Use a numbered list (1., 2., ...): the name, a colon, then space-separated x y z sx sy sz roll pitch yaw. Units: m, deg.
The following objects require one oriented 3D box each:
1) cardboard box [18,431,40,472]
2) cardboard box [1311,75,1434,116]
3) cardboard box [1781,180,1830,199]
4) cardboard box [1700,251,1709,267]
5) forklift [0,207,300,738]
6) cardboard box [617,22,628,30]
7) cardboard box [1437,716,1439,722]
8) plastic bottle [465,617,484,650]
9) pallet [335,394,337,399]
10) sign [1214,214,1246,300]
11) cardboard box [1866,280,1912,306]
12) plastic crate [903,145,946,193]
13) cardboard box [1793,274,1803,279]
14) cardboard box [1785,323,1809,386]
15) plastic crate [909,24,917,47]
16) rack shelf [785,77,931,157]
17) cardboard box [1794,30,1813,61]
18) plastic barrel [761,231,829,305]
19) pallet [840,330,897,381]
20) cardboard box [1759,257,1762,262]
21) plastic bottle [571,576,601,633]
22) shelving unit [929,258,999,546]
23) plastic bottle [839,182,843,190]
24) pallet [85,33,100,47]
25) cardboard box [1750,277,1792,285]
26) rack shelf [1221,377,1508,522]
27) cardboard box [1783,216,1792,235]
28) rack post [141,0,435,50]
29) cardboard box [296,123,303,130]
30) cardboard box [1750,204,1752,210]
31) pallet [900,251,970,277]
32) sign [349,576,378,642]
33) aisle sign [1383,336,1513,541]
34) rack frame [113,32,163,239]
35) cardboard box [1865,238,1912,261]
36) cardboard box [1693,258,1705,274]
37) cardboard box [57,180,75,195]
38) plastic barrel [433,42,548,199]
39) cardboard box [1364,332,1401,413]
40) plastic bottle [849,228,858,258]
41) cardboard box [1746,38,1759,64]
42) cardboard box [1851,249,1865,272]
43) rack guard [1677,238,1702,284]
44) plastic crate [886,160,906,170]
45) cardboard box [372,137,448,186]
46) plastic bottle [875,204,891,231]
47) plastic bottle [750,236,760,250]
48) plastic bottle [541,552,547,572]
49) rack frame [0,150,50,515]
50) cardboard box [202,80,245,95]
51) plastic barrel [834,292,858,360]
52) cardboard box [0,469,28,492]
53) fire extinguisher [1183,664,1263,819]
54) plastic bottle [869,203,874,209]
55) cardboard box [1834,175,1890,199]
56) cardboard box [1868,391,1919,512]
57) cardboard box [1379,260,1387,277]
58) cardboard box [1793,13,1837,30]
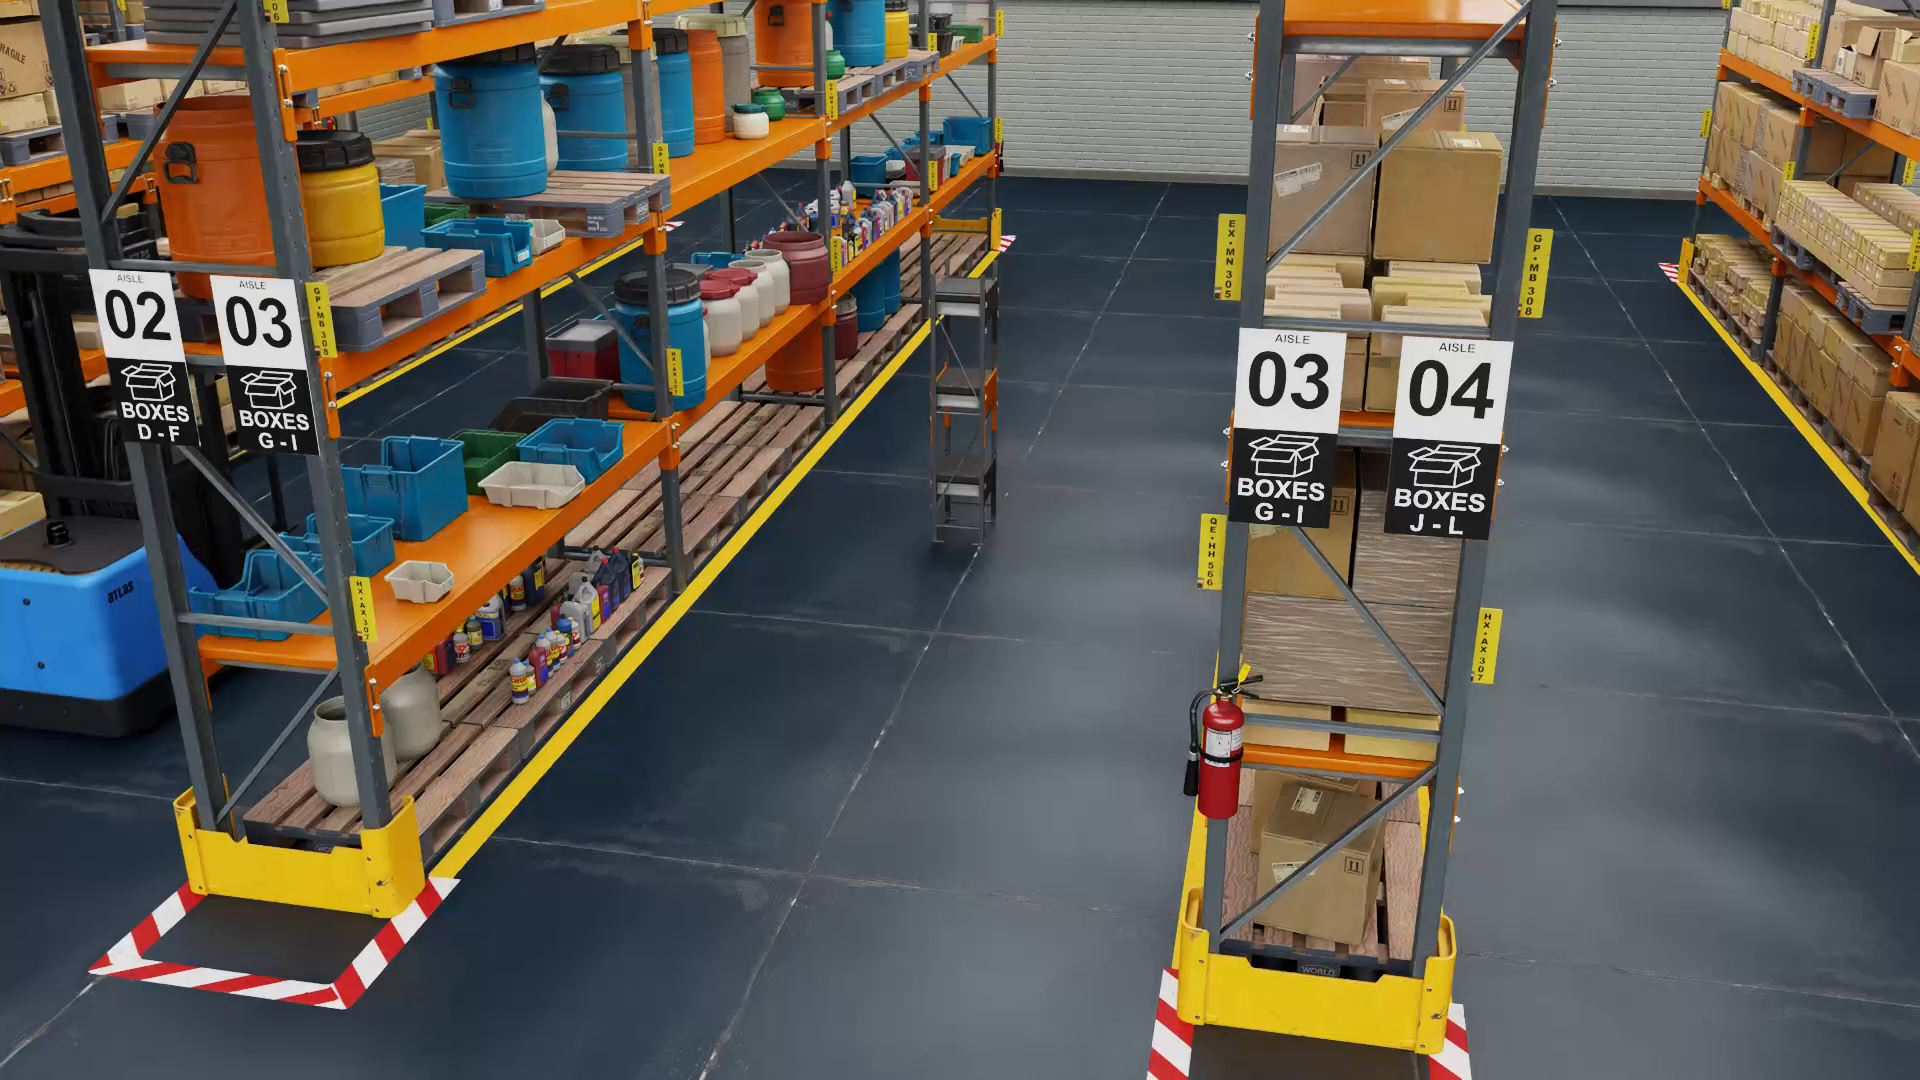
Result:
1. cardboard box: -6.992 -0.748 13.064 0.500 0.311 0.500 5 22 11
2. cardboard box: 2.761 -2.823 11.133 0.797 0.503 0.637 5 23 13
3. cardboard box: 8.313 -3.436 16.348 0.380 0.149 0.250 6 23 14
4. cardboard box: 9.191 -3.396 20.127 0.380 0.149 0.250 4 22 11
5. forklift: -5.074 -0.718 10.712 1.130 2.935 3.031 5 22 12
6. cardboard box: -4.719 -6.939 22.254 0.500 0.250 0.500 4 22 11
7. cardboard box: 1.922 0.723 7.379 0.380 0.149 0.250 4 22 11
8. plastic bottle: -3.079 0.586 10.541 0.097 0.201 0.097 0 22 0
9. pallet: -6.711 -1.308 15.818 1.003 0.211 1.213 4 22 11
10. sign: 1.021 -1.069 6.292 0.100 0.325 0.005 4 22 11
11. cardboard box: 7.678 -2.022 13.632 0.380 0.149 0.250 5 22 12
12. plastic crate: -0.412 -4.348 19.469 0.402 0.464 0.583 4 22 11
13. cardboard box: 9.397 -2.826 18.312 0.380 0.149 0.250 5 22 12
14. cardboard box: 8.327 -1.782 16.048 0.500 0.500 0.500 5 23 13
15. plastic crate: -0.778 -5.996 19.869 0.437 0.282 0.530 4 22 11
16. rack shelf: -1.248 -4.310 16.487 1.077 0.370 4.000 4 22 11
17. cardboard box: 8.689 -4.933 16.602 0.500 0.250 0.500 3 22 8
18. plastic barrel: -1.454 -2.391 14.593 0.600 0.536 0.708 4 22 11
19. pallet: -1.285 -1.963 17.446 1.003 0.211 1.213 4 22 11
20. cardboard box: 9.728 -3.259 19.786 0.380 0.149 0.250 4 22 9
21. plastic bottle: -2.426 0.413 10.770 0.144 0.351 0.185 4 22 11
22. shelving unit: 0.034 -1.035 12.612 0.431 2.100 0.503 4 22 11
23. plastic bottle: -1.332 -3.828 18.499 0.061 0.283 0.133 4 22 11
24. pallet: -10.677 -5.702 19.238 0.805 0.209 1.217 4 22 9
25. cardboard box: 8.848 -2.766 18.164 0.380 0.149 0.250 5 23 13
26. rack shelf: 1.968 -1.006 8.285 1.077 0.370 4.000 4 22 11
27. cardboard box: 8.262 -3.058 16.206 0.380 0.149 0.250 5 22 12
28. rack post: -3.010 -2.412 7.467 0.937 0.300 0.954 7 23 17
29. cardboard box: -9.816 -6.153 23.715 0.980 0.700 0.700 5 23 13
30. cardboard box: 8.939 -3.675 18.300 0.380 0.149 0.250 4 22 10
31. pallet: -0.481 -3.409 21.036 1.003 0.211 1.213 4 22 11
32. sign: -2.751 0.320 7.672 0.100 0.325 0.005 4 22 11
33. aisle sign: 1.841 -0.377 6.296 0.394 0.787 0.004 4 22 11
34. rack frame: -10.538 -4.739 20.604 1.000 3.000 0.127 4 22 11
35. cardboard box: 7.732 -2.388 13.745 0.380 0.149 0.250 4 22 10
36. cardboard box: 9.240 -3.359 20.432 0.380 0.149 0.250 5 22 12
37. cardboard box: -10.567 -4.115 19.366 0.380 0.149 0.250 4 22 11
38. plastic barrel: -2.780 -2.520 9.848 0.600 0.901 0.708 4 22 11
39. cardboard box: 1.912 -0.695 6.751 0.500 0.250 0.500 5 22 13
40. plastic bottle: -1.038 -2.899 16.193 0.061 0.283 0.133 4 22 11
41. cardboard box: 9.114 -5.449 18.554 0.500 0.250 0.500 4 22 9
42. cardboard box: 7.787 -2.354 14.058 0.380 0.149 0.250 5 22 12
43. rack guard: 9.645 -3.466 20.791 1.175 0.500 0.348 4 22 11
44. plastic crate: -0.779 -4.549 20.405 0.293 0.136 0.466 4 22 11
45. cardboard box: -6.082 -4.191 18.549 0.700 0.500 0.500 8 23 19
46. plastic bottle: -0.809 -3.390 17.421 0.152 0.276 0.135 4 22 11
47. plastic bottle: -1.944 -2.731 15.776 0.061 0.283 0.133 4 22 11
48. plastic bottle: -2.966 0.087 11.685 0.097 0.271 0.097 0 22 0
49. rack frame: -7.321 -1.437 12.405 1.000 3.000 0.127 4 22 11
50. cardboard box: -6.631 -4.053 14.525 0.500 0.250 0.500 5 22 12
51. plastic barrel: -1.342 -2.190 16.942 0.600 0.588 0.708 4 22 11
52. cardboard box: -7.520 -0.530 13.272 0.500 0.250 0.500 4 22 10
53. fire extinguisher: 1.086 0.825 6.892 0.296 0.674 0.183 4 22 11
54. plastic bottle: -0.935 -3.390 17.429 0.097 0.271 0.097 0 22 0
55. cardboard box: 9.192 -3.537 17.089 0.500 0.500 0.500 4 22 10
56. cardboard box: 7.815 -0.663 12.934 1.050 0.750 0.750 4 22 10
57. cardboard box: 2.142 -1.280 7.669 0.380 0.149 0.250 3 22 8
58. cardboard box: 8.693 -5.255 16.868 0.380 0.149 0.250 4 22 11
